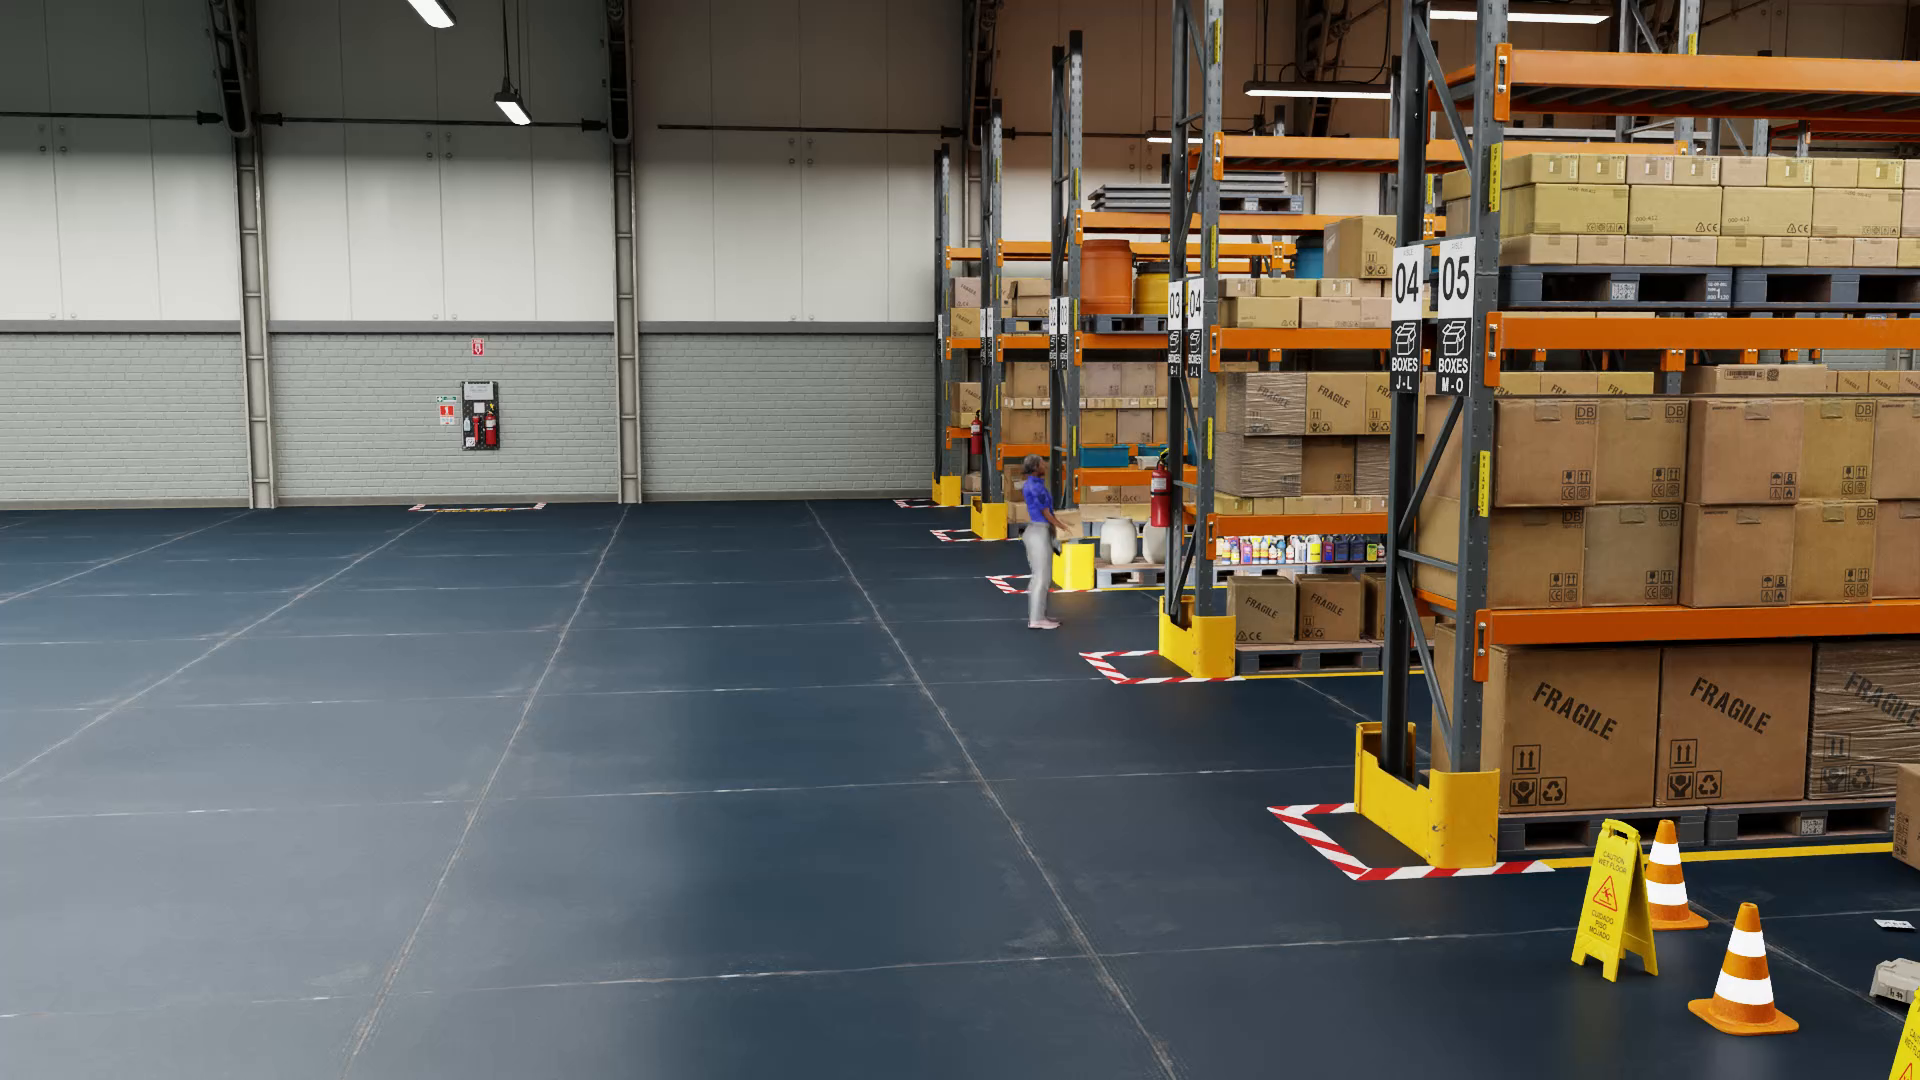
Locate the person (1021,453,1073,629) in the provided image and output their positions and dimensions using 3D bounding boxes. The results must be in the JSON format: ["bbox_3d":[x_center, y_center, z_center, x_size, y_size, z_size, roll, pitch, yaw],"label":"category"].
[{"bbox_3d":[0.831,-0.002,15.891,0.510,1.653,0.458,-1,7,-11],"label":"person"}]
